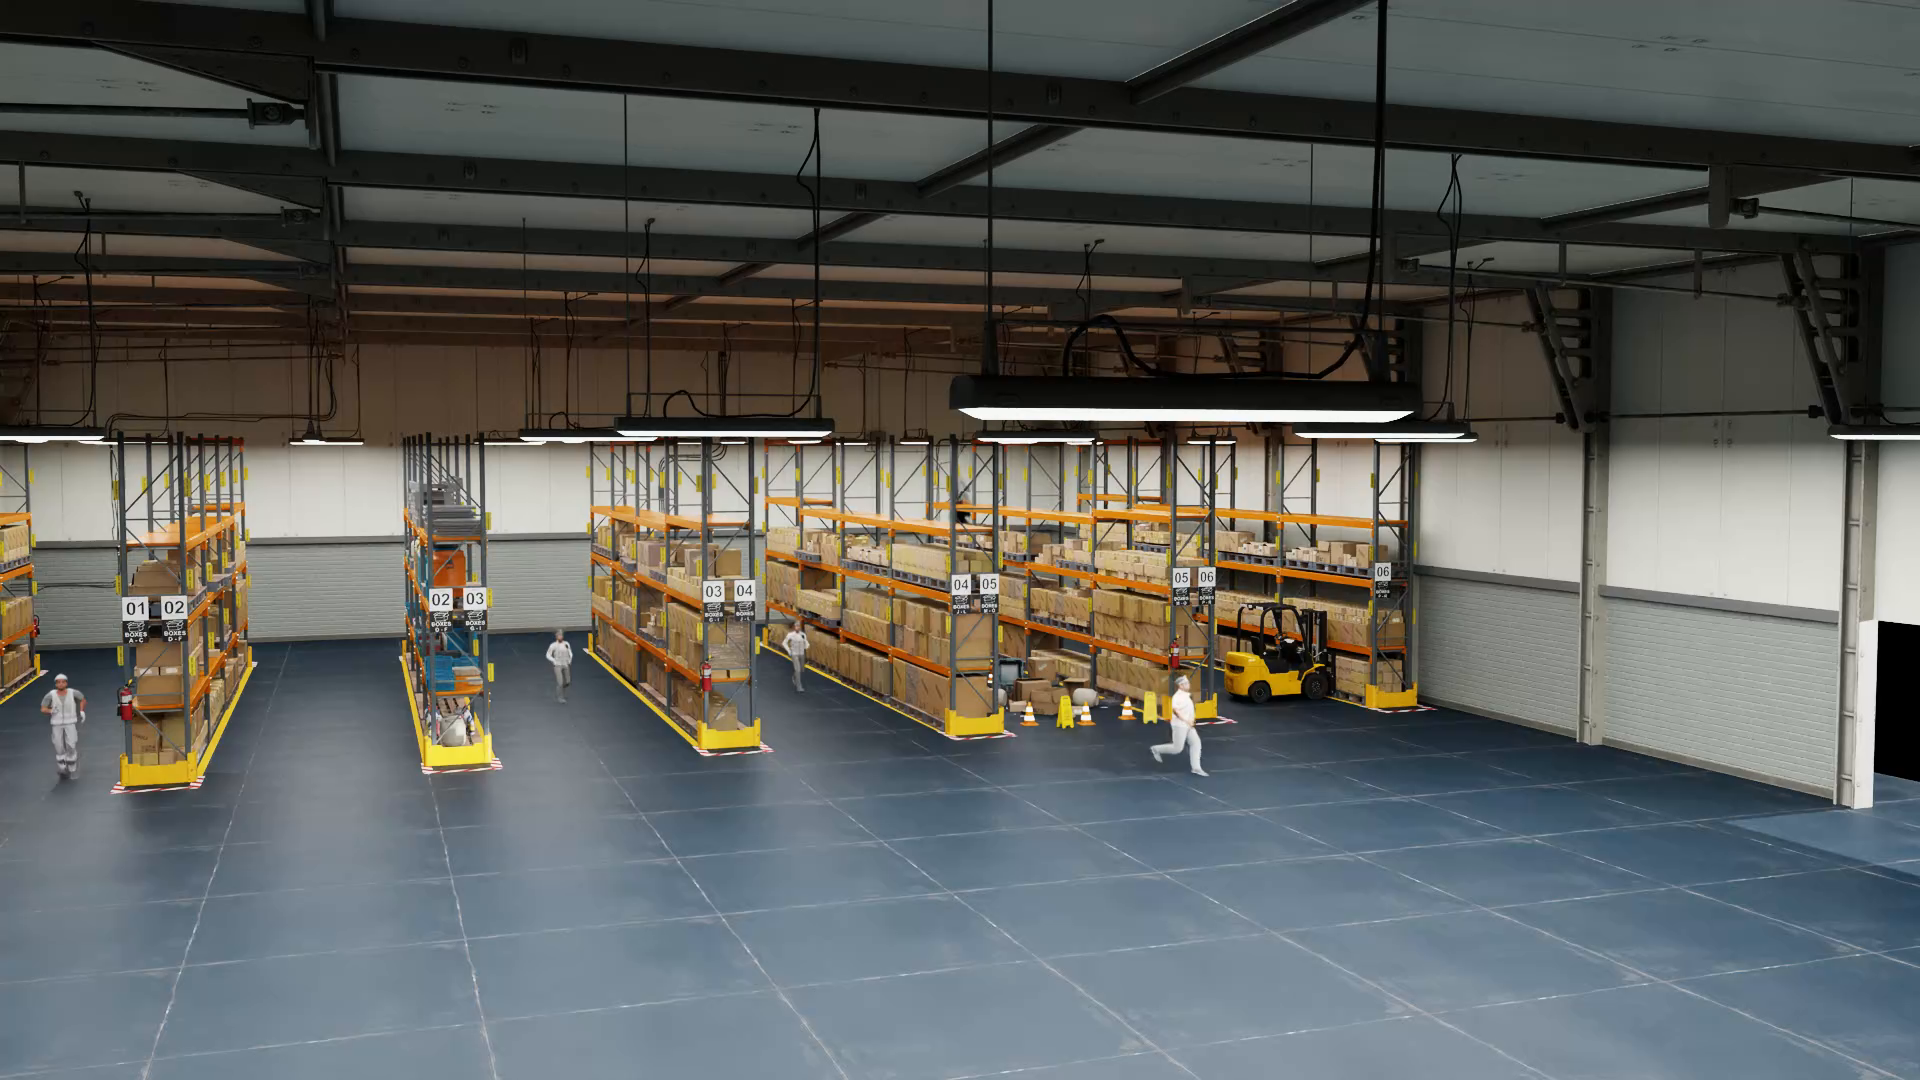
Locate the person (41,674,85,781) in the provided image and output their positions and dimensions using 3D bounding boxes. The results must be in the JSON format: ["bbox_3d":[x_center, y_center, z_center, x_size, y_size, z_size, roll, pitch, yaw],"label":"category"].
[{"bbox_3d":[-15.489,3.235,28.720,0.665,1.858,0.726,-1,3,-25],"label":"person"}]

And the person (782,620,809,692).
[{"bbox_3d":[-3.850,2.712,39.206,0.626,1.665,0.823,-2,4,-29],"label":"person"}]

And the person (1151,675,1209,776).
[{"bbox_3d":[3.898,3.250,29.161,0.962,1.773,0.643,2,4,28],"label":"person"}]

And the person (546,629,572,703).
[{"bbox_3d":[-8.991,2.823,37.408,0.613,1.647,0.558,-2,4,-33],"label":"person"}]

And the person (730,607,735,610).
[{"bbox_3d":[-6.789,2.282,47.883,0.704,1.579,0.540,0,3,1],"label":"person"}]
